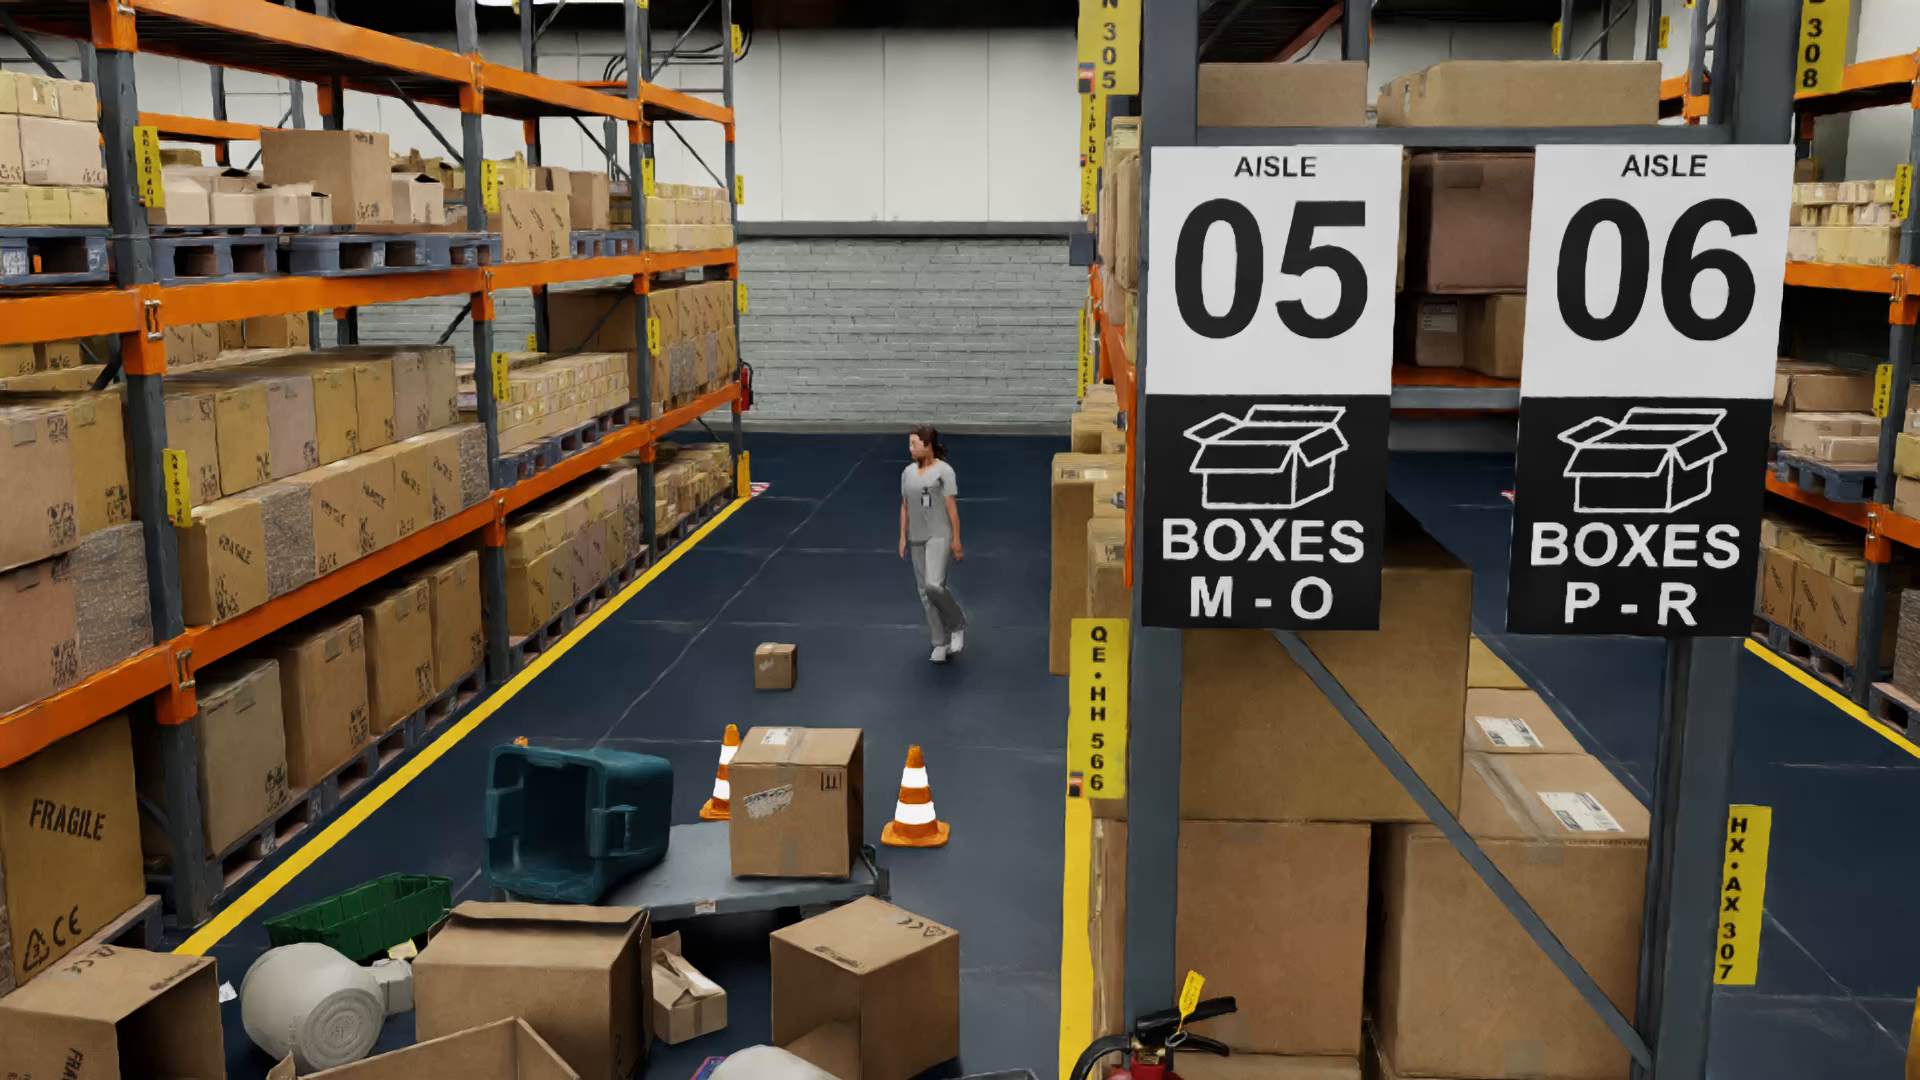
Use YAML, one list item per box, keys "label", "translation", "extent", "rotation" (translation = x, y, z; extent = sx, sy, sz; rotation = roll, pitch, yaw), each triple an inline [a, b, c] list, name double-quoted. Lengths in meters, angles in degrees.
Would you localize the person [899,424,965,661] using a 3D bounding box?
- label: "person"
  translation: [-0.228, 0.017, 11.762]
  extent: [0.515, 1.669, 0.461]
  rotation: [7, 13, 33]
